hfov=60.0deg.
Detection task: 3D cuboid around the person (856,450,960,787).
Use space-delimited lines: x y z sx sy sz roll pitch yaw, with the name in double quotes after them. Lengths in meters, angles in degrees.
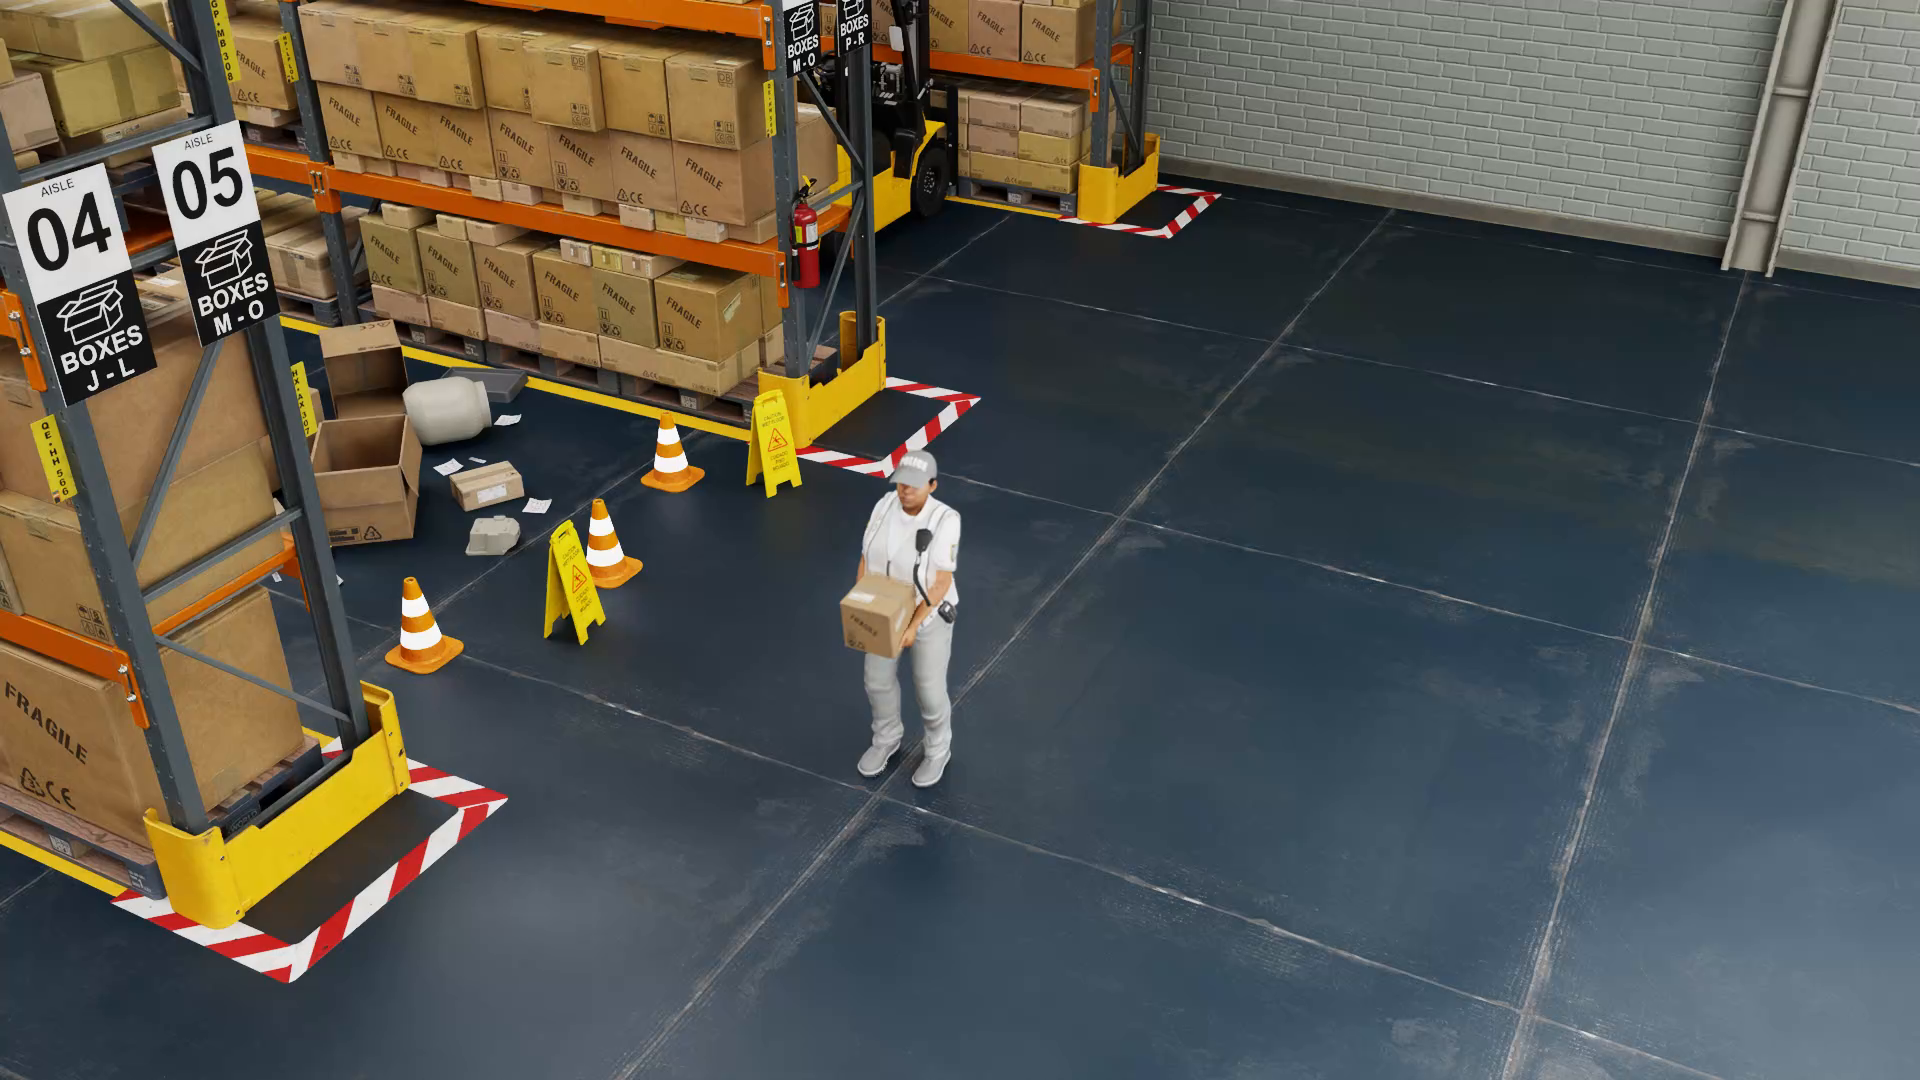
-0.258 0.381 7.631 0.456 1.660 0.535 14 33 23 "person"
